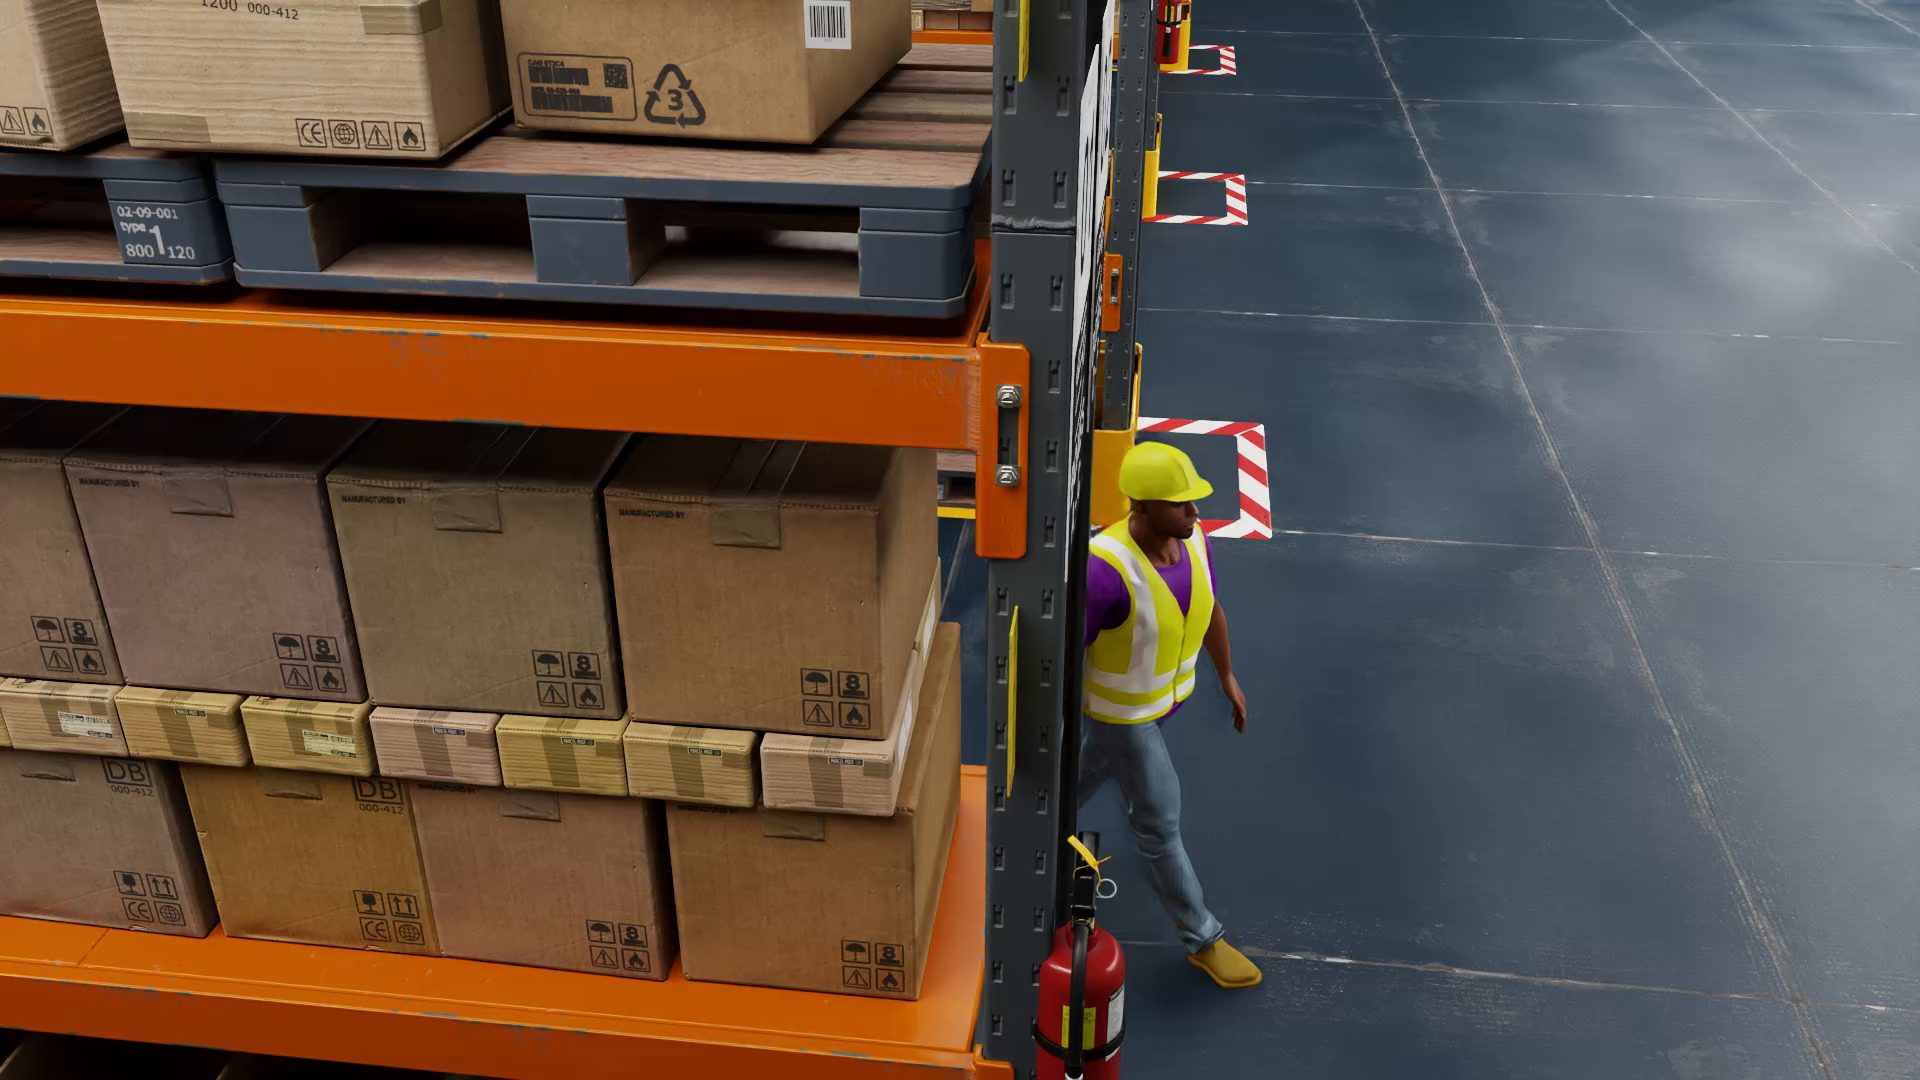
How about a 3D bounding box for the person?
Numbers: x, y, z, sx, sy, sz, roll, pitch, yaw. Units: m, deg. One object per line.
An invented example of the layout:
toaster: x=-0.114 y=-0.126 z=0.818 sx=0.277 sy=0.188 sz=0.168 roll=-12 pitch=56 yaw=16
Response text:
person: x=0.615 y=0.488 z=5.181 sx=1.076 sy=1.703 sz=0.605 roll=22 pitch=35 yaw=35
